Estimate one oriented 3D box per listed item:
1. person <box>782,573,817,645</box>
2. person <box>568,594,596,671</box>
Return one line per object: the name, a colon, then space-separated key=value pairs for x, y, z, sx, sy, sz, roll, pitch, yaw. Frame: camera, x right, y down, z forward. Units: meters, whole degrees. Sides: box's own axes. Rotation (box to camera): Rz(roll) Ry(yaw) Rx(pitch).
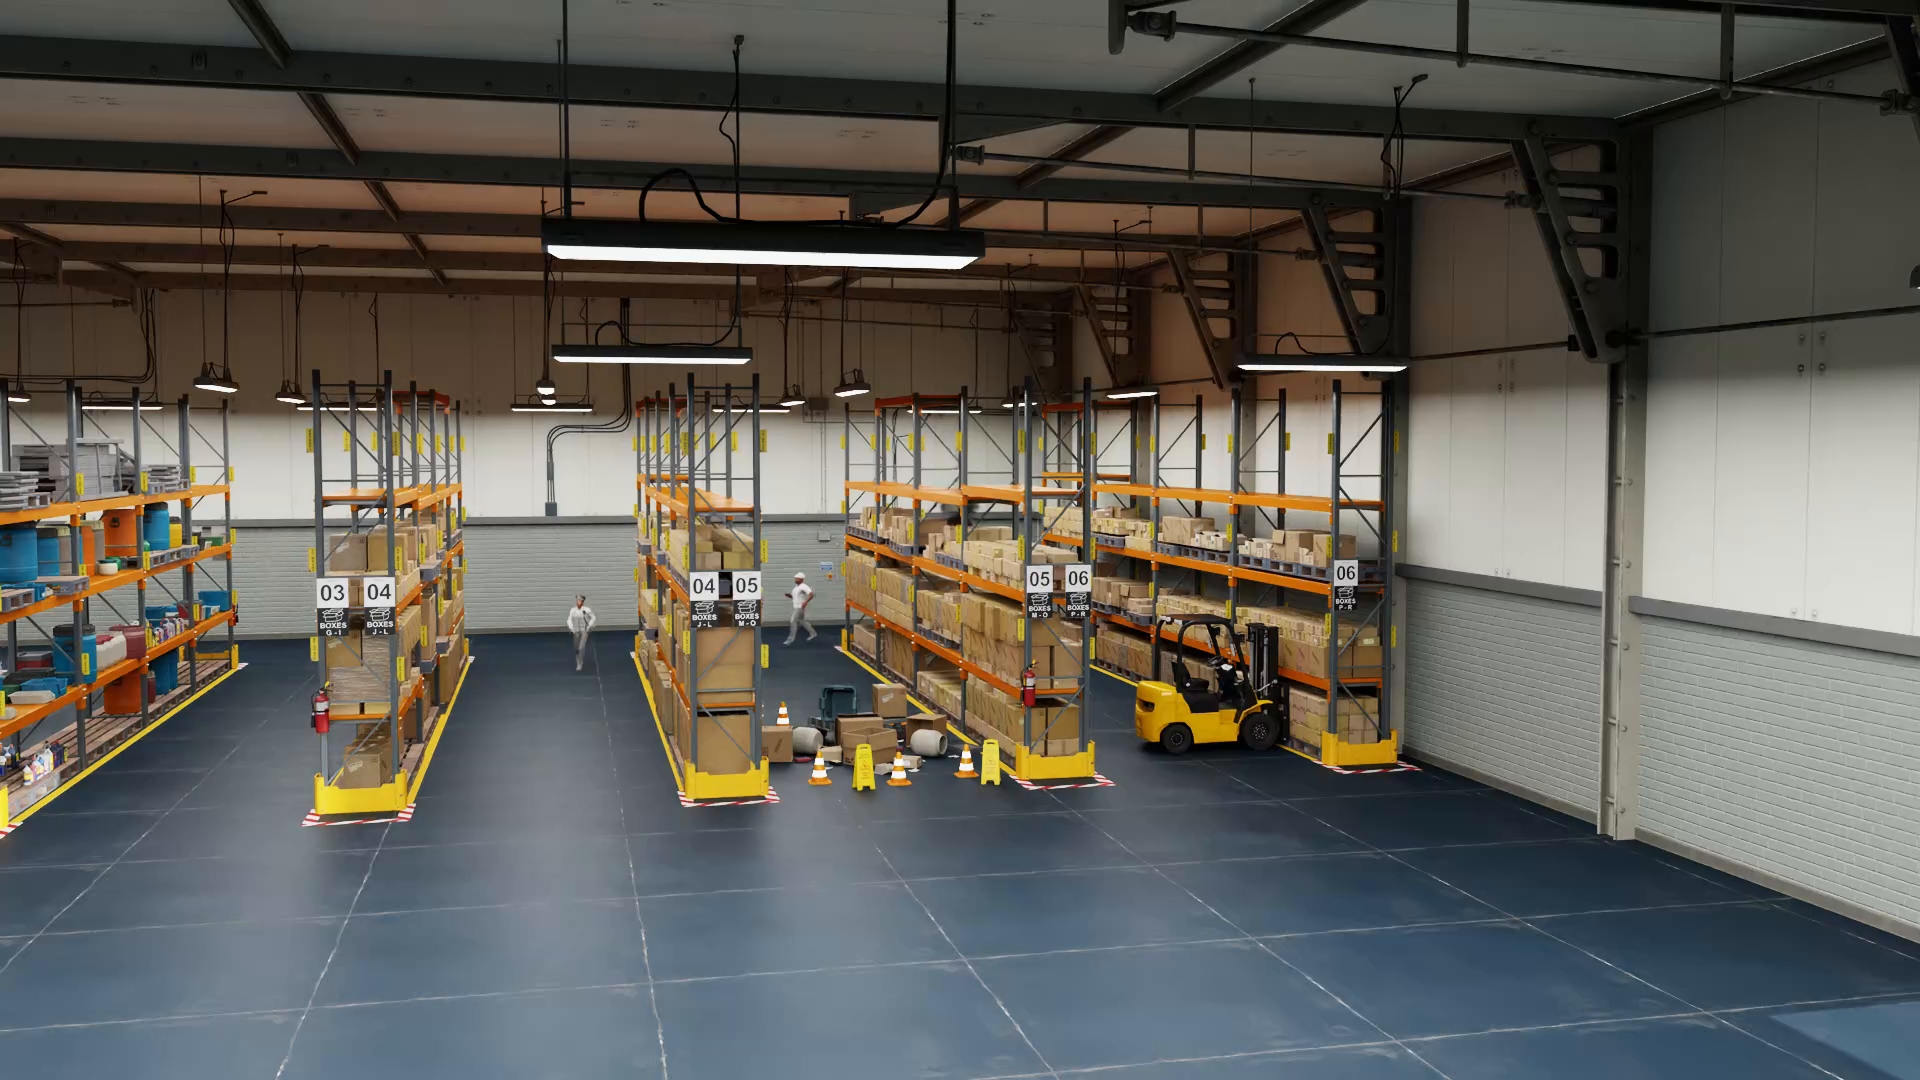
person: x=-4.001 y=1.700 z=41.473 sx=0.939 sy=1.779 sz=0.689 roll=-1 pitch=3 yaw=-17
person: x=-8.422 y=2.043 z=37.046 sx=0.622 sy=1.686 sz=0.707 roll=0 pitch=3 yaw=0
